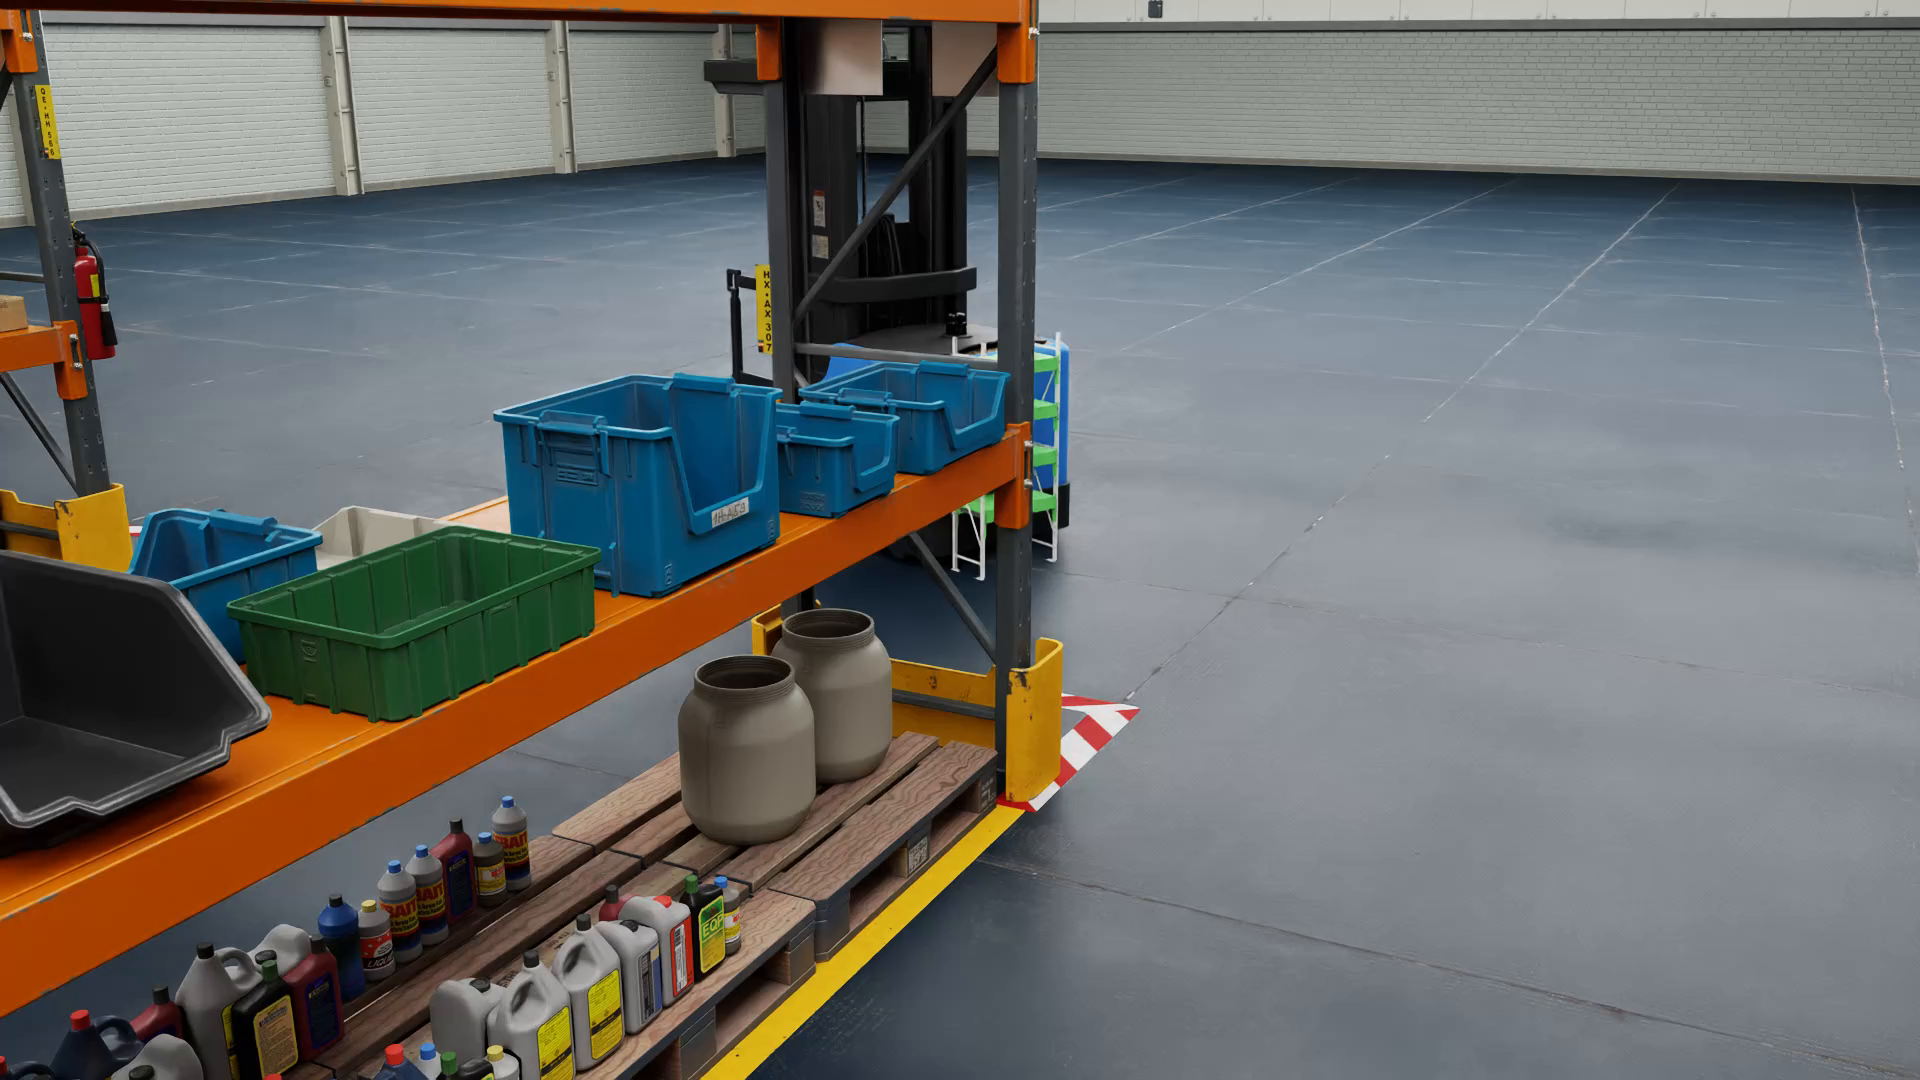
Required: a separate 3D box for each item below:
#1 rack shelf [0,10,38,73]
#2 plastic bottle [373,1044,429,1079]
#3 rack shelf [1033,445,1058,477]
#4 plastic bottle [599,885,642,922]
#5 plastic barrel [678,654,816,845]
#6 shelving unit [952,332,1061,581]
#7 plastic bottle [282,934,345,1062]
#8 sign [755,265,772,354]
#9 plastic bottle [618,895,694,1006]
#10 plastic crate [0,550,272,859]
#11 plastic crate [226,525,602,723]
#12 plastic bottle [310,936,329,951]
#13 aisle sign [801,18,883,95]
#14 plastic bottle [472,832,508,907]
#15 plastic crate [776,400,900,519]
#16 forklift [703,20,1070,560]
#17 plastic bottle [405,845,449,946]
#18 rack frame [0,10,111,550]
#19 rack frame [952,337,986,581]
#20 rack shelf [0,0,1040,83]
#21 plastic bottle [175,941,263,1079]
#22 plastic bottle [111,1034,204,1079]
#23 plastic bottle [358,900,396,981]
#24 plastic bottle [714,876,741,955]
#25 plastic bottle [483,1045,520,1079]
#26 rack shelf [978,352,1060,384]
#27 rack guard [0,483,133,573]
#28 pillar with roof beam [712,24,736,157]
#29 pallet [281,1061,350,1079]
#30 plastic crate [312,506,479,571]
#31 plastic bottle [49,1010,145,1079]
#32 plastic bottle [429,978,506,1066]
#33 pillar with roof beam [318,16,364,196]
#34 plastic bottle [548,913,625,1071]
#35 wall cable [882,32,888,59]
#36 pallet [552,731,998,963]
[{"bbox_3d":[-5.540,-1.859,6.009,1.077,0.370,4.000,8,18,25],"label":"rack shelf"},{"bbox_3d":[-1.186,1.232,3.488,0.144,0.351,0.185,7,18,23],"label":"plastic bottle"},{"bbox_3d":[0.233,-0.379,8.416,0.480,0.148,0.258,-13,21,-37],"label":"rack shelf"},{"bbox_3d":[-0.876,1.017,4.329,0.061,0.283,0.133,8,18,25],"label":"plastic bottle"},{"bbox_3d":[-0.665,0.652,5.195,0.421,0.512,0.421,0,17,0],"label":"plastic barrel"},{"bbox_3d":[0.233,-0.440,8.398,0.503,1.200,0.258,-13,21,-37],"label":"shelving unit"},{"bbox_3d":[-1.571,1.106,4.031,0.061,0.283,0.133,8,18,25],"label":"plastic bottle"},{"bbox_3d":[-0.705,-0.849,6.127,0.100,0.325,0.005,8,18,25],"label":"sign"},{"bbox_3d":[-0.781,1.034,4.285,0.152,0.276,0.135,8,18,26],"label":"plastic bottle"},{"bbox_3d":[-1.655,0.287,2.900,0.767,0.338,0.504,8,18,25],"label":"plastic crate"},{"bbox_3d":[-1.144,0.166,3.570,0.450,0.188,0.662,8,18,25],"label":"plastic crate"},{"bbox_3d":[-1.638,1.098,4.201,0.097,0.201,0.097,0,17,0],"label":"plastic bottle"},{"bbox_3d":[-0.445,-1.947,5.744,0.394,0.787,0.004,8,18,25],"label":"aisle sign"},{"bbox_3d":[-1.350,0.934,4.753,0.097,0.201,0.097,0,17,0],"label":"plastic bottle"},{"bbox_3d":[-0.466,-0.243,4.836,0.499,0.251,0.408,8,18,25],"label":"plastic crate"},{"bbox_3d":[-0.725,-1.658,9.459,1.130,2.935,3.031,-13,21,-37],"label":"forklift"},{"bbox_3d":[-1.457,0.962,4.538,0.097,0.271,0.097,0,17,0],"label":"plastic bottle"},{"bbox_3d":[-4.646,-1.275,8.049,1.000,3.000,0.127,8,18,25],"label":"rack frame"},{"bbox_3d":[0.044,-0.396,8.250,0.015,1.200,0.240,-13,21,-37],"label":"rack frame"},{"bbox_3d":[-1.109,-1.228,3.887,1.077,0.370,4.000,8,18,25],"label":"rack shelf"},{"bbox_3d":[-1.743,1.101,3.929,0.144,0.351,0.185,8,18,25],"label":"plastic bottle"},{"bbox_3d":[-1.743,1.232,3.620,0.152,0.276,0.135,8,18,25],"label":"plastic bottle"},{"bbox_3d":[-1.546,1.046,4.377,0.097,0.201,0.097,0,17,0],"label":"plastic bottle"},{"bbox_3d":[-0.644,1.009,4.500,0.097,0.201,0.097,0,17,0],"label":"plastic bottle"},{"bbox_3d":[-1.039,1.235,3.742,0.097,0.201,0.097,0,17,0],"label":"plastic bottle"},{"bbox_3d":[0.233,-0.839,8.279,0.480,0.148,0.258,-13,21,-37],"label":"rack shelf"},{"bbox_3d":[-4.680,-0.057,8.339,1.175,0.500,0.348,8,18,25],"label":"rack guard"},{"bbox_3d":[-1.815,-13.073,37.235,9.100,9.000,0.400,8,18,25],"label":"pillar with roof beam"},{"bbox_3d":[-1.665,1.545,3.452,1.003,0.211,1.213,8,18,25],"label":"pallet"},{"bbox_3d":[-1.504,0.055,4.035,0.530,0.136,0.437,8,18,25],"label":"plastic crate"},{"bbox_3d":[-1.887,1.183,3.652,0.144,0.351,0.185,7,18,23],"label":"plastic bottle"},{"bbox_3d":[-1.140,1.147,3.905,0.152,0.276,0.135,8,18,25],"label":"plastic bottle"},{"bbox_3d":[-7.177,-10.017,26.944,9.100,9.000,0.400,8,18,25],"label":"pillar with roof beam"},{"bbox_3d":[-0.913,1.076,4.012,0.144,0.351,0.185,9,19,28],"label":"plastic bottle"},{"bbox_3d":[-3.167,-12.715,41.481,3.097,2.526,0.112,8,18,25],"label":"wall cable"},{"bbox_3d":[-0.575,0.923,5.544,1.003,0.211,1.213,8,18,25],"label":"pallet"}]
